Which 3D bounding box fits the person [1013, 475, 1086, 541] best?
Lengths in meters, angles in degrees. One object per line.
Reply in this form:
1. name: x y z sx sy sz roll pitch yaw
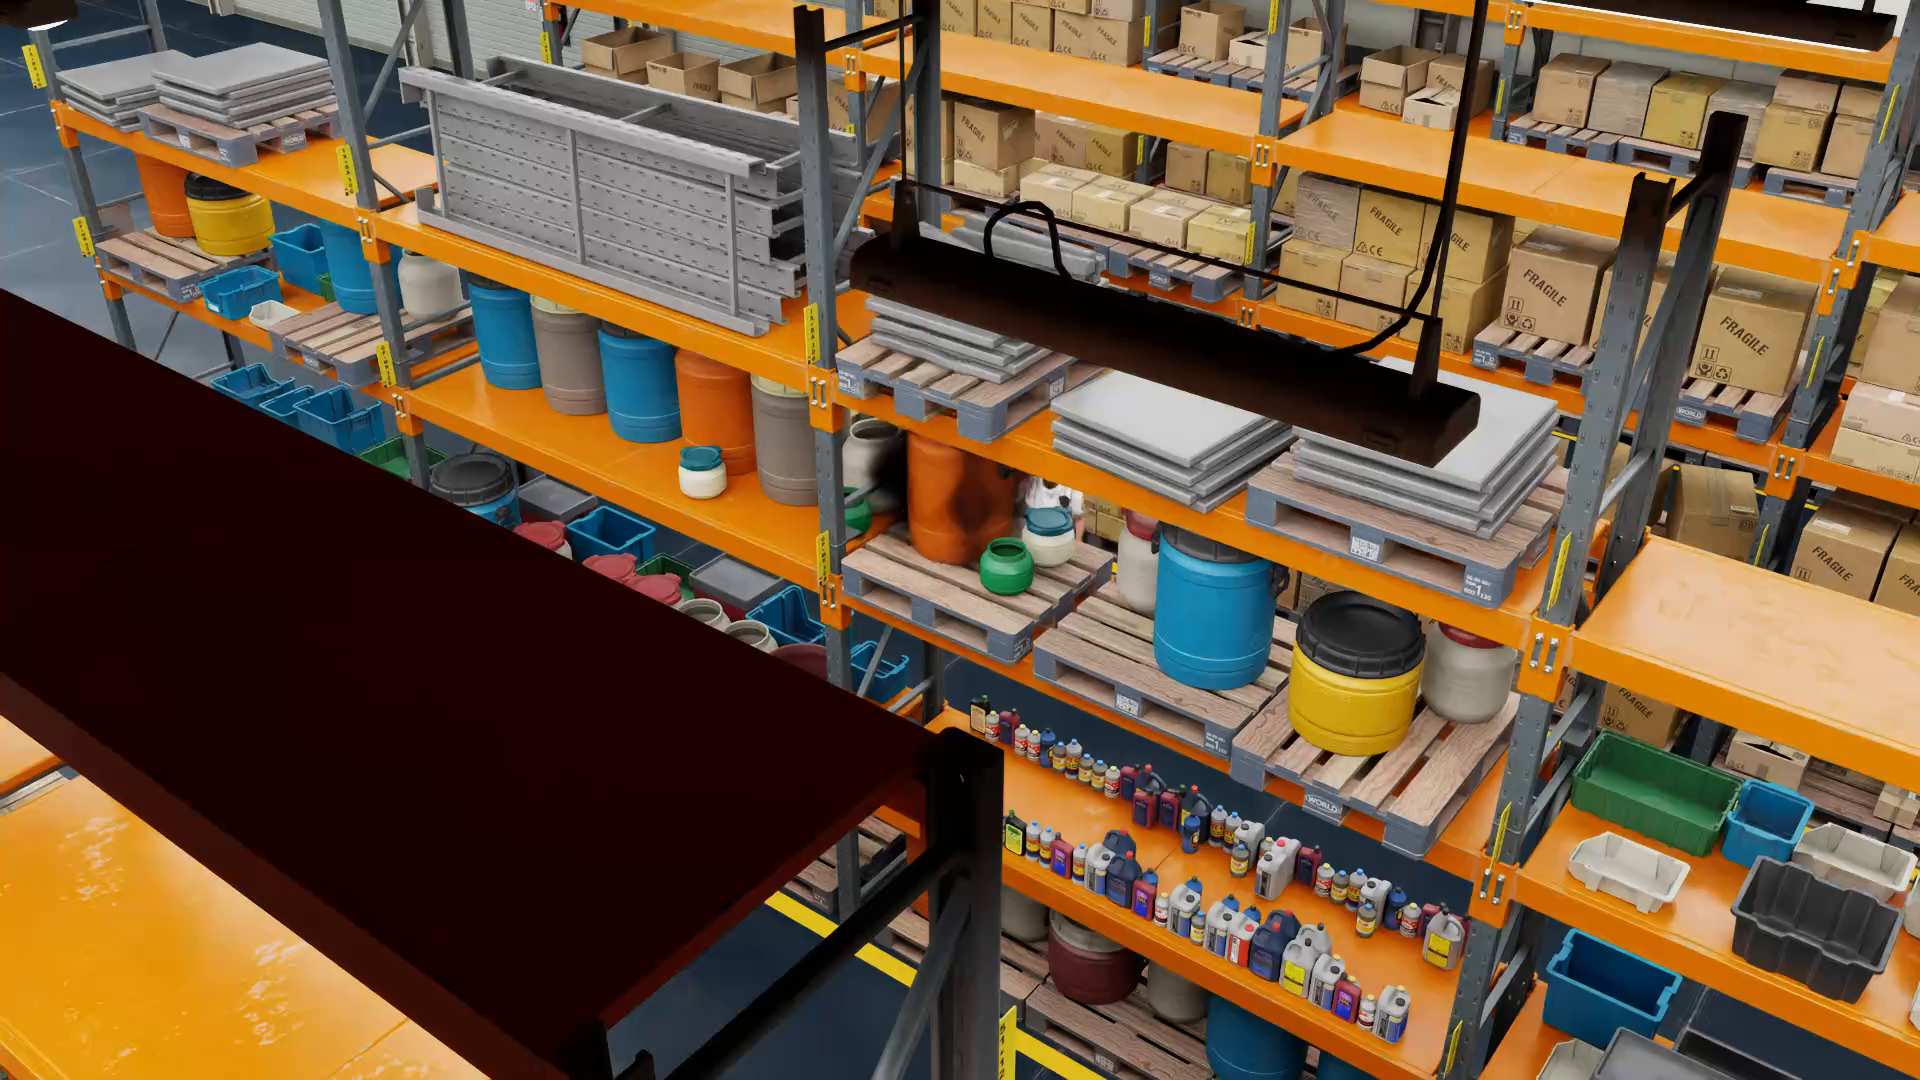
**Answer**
1. person: 0.727 0.101 13.534 0.574 1.859 0.710 -14 34 -22
